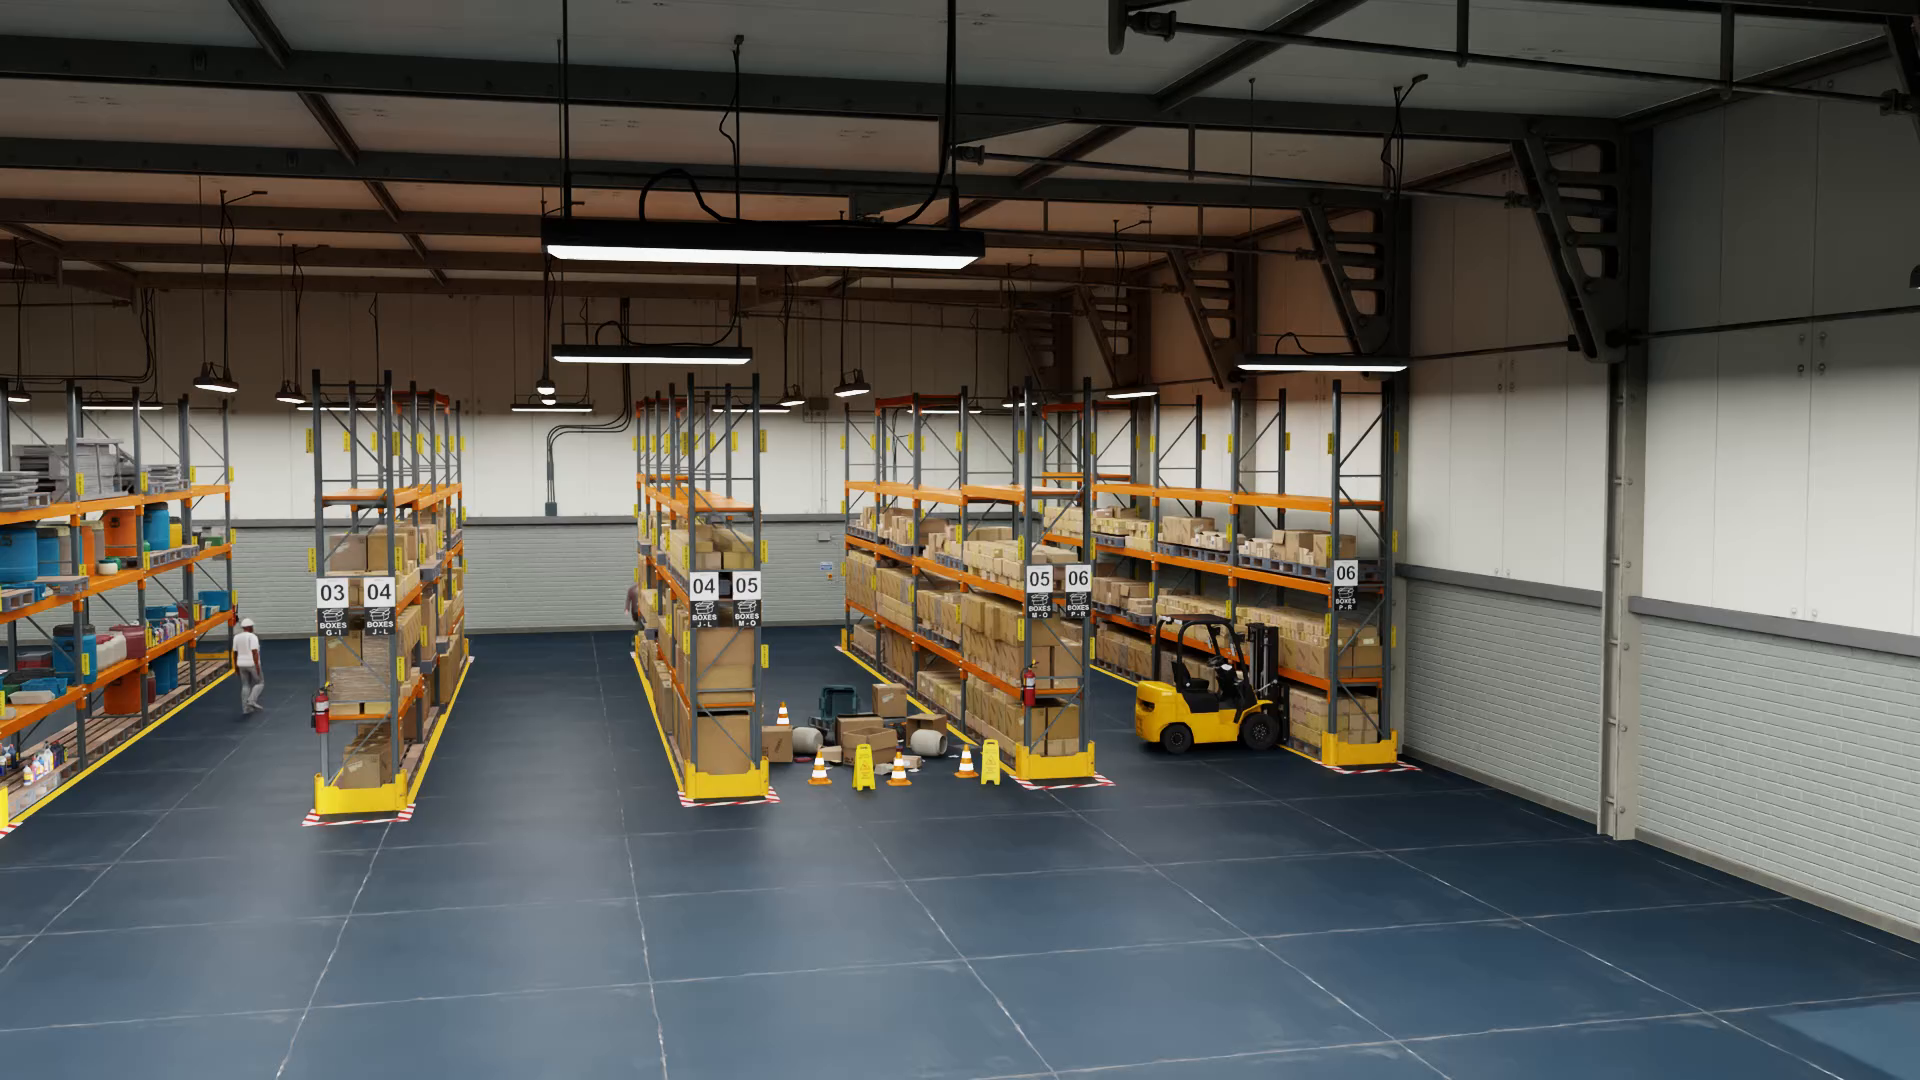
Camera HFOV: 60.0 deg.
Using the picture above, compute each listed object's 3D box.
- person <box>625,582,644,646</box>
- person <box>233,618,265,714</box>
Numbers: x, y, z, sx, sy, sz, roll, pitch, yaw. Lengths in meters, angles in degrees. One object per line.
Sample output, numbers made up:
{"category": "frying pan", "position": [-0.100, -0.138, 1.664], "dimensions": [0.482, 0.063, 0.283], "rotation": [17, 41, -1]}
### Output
{"category": "person", "position": [-7.967, 1.839, 41.178], "dimensions": [0.564, 1.512, 1.198], "rotation": [1, 3, 19]}
{"category": "person", "position": [-13.213, 2.334, 30.820], "dimensions": [0.598, 1.744, 0.525], "rotation": [0, 3, 3]}
